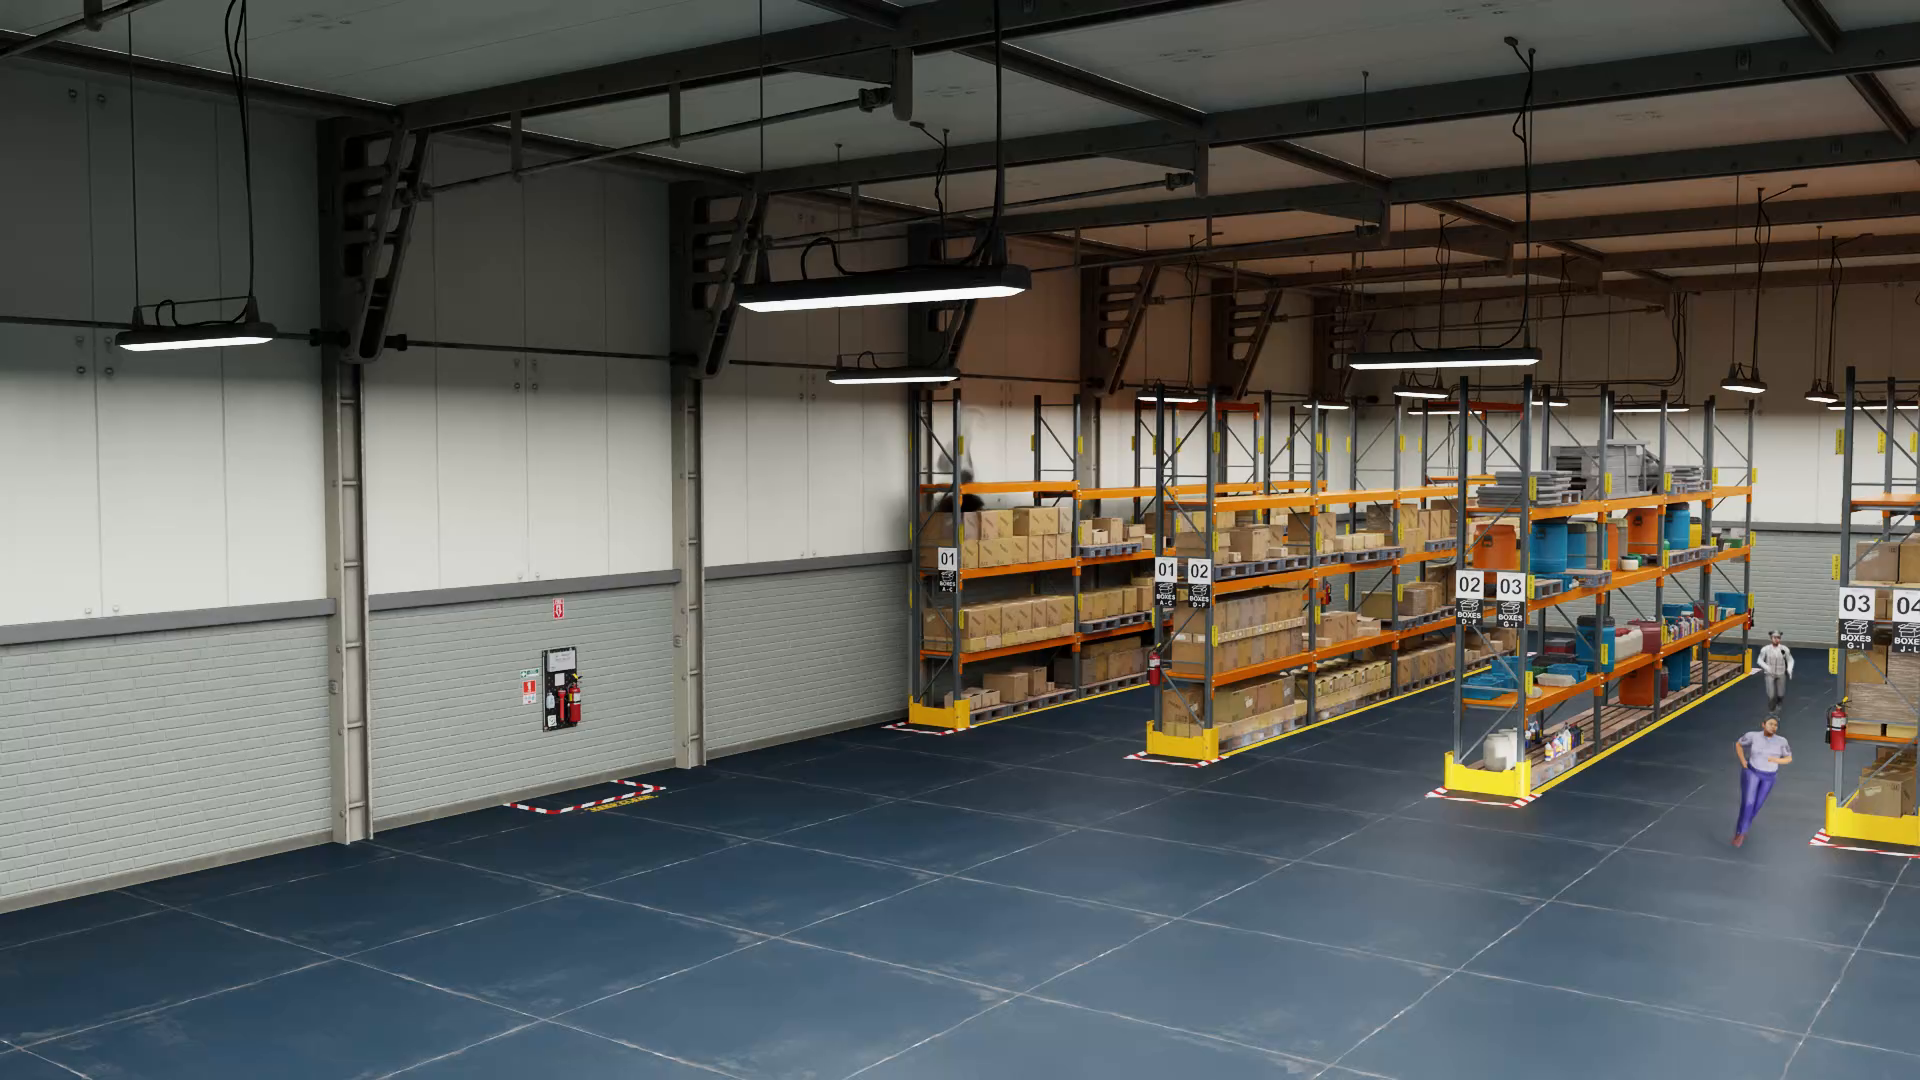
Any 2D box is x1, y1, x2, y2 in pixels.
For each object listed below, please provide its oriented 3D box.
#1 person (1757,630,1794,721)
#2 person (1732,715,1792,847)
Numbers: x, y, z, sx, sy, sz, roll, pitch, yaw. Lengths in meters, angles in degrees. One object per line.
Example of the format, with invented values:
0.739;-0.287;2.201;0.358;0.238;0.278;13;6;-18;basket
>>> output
14.841;2.459;30.256;0.612;1.658;0.548;1;4;22;person
10.073;3.025;20.990;0.726;1.650;0.702;1;3;10;person
